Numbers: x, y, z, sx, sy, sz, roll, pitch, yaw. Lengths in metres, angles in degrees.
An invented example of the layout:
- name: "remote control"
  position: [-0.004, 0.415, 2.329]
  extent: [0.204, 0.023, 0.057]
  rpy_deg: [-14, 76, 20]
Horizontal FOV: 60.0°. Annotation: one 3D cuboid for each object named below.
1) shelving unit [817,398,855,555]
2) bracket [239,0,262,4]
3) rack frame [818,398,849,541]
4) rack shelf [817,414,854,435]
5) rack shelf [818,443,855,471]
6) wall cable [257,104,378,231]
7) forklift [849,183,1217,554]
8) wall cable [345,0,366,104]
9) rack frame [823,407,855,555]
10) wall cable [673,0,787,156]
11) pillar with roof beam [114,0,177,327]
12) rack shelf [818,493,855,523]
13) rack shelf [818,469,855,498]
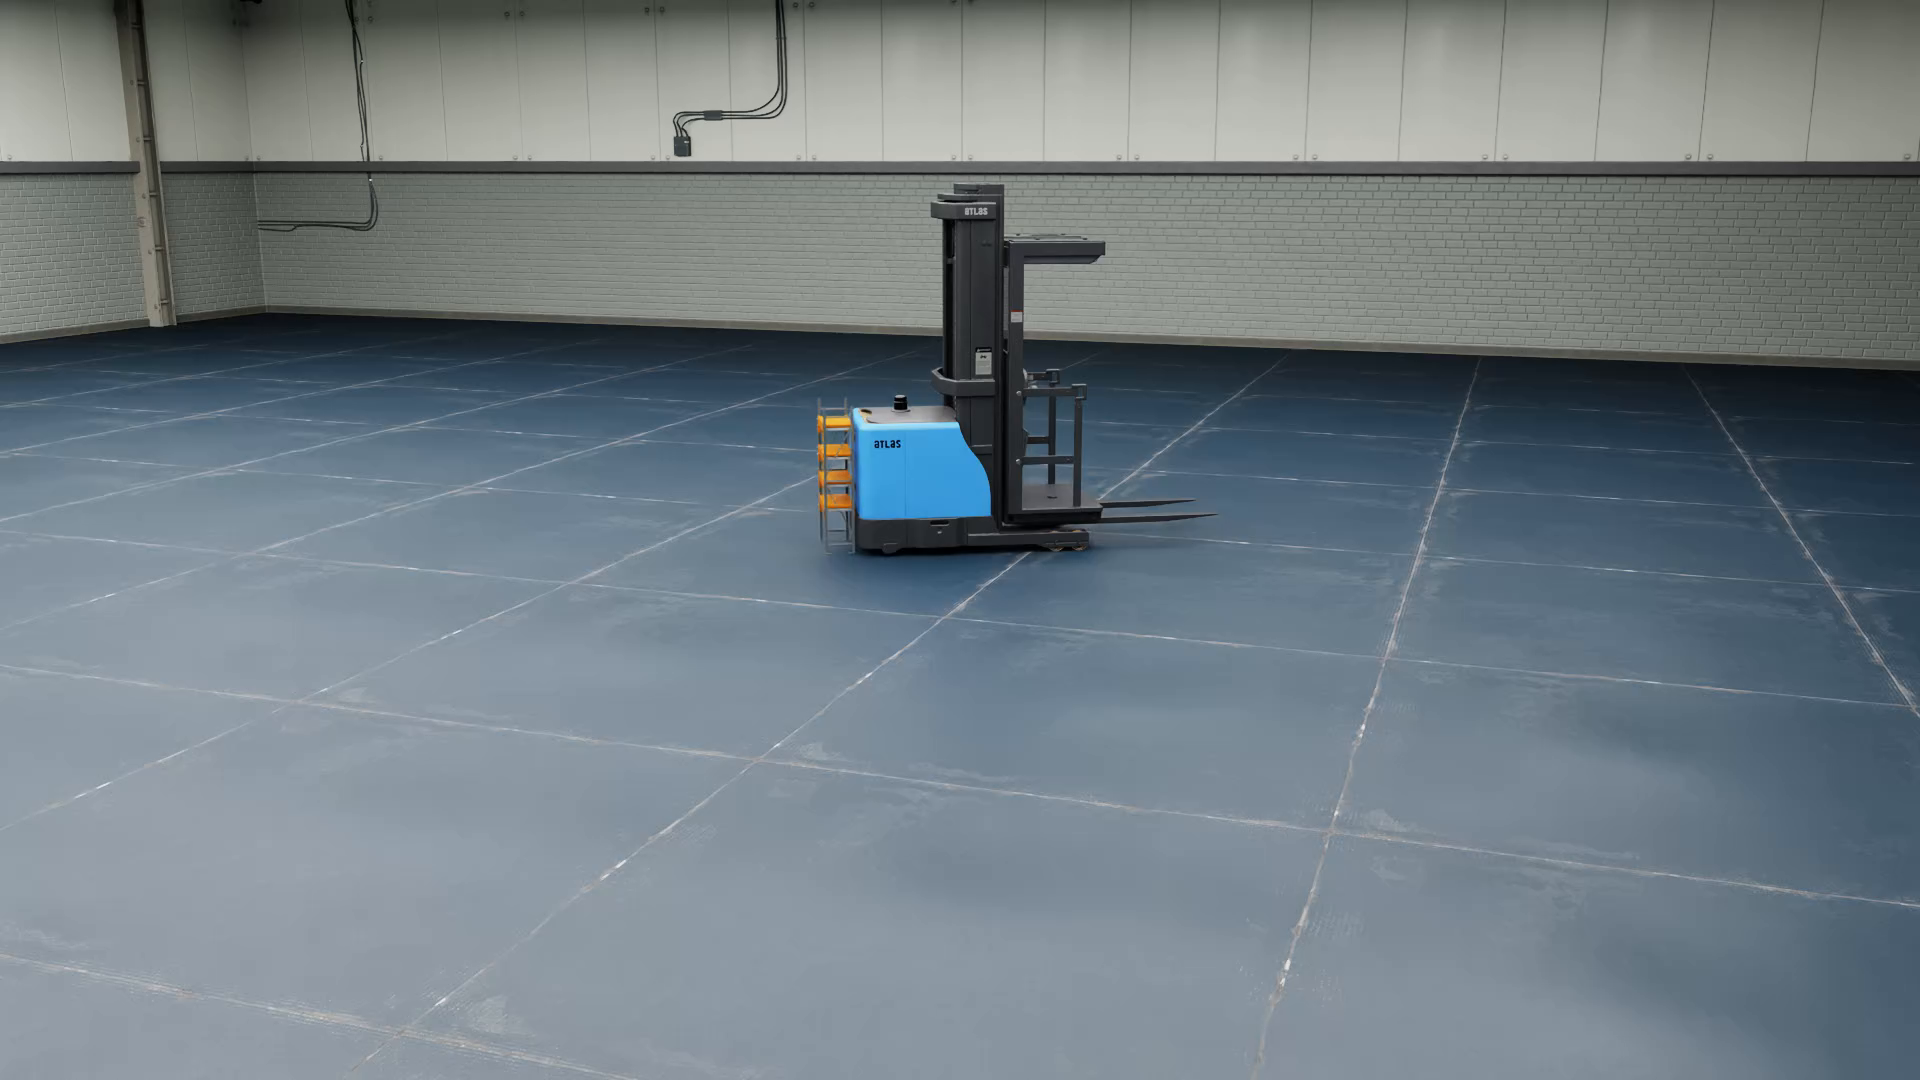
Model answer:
- name: "shelving unit"
  position: [-1.012, -0.527, 13.597]
  extent: [0.258, 1.200, 0.503]
  rpy_deg: [-2, 13, -9]
- name: "bracket"
  position: [-14.187, -10.854, 33.232]
  extent: [0.235, 0.232, 0.430]
  rpy_deg: [4, 14, 18]
- name: "rack frame"
  position: [-1.053, -0.580, 13.831]
  extent: [0.240, 1.200, 0.015]
  rpy_deg: [-2, 13, -9]
- name: "rack shelf"
  position: [-1.011, -0.910, 13.510]
  extent: [0.258, 0.148, 0.480]
  rpy_deg: [-2, 13, -9]
- name: "rack shelf"
  position: [-1.012, -0.679, 13.562]
  extent: [0.258, 0.148, 0.480]
  rpy_deg: [-2, 13, -9]
- name: "wall cable"
  position: [-13.220, -7.550, 33.821]
  extent: [3.097, 2.526, 0.112]
  rpy_deg: [4, 14, 18]
- name: "forklift"
  position: [0.615, -1.451, 13.757]
  extent: [3.031, 2.935, 1.130]
  rpy_deg: [-2, 13, -9]
- name: "wall cable"
  position: [-10.660, -9.817, 32.406]
  extent: [3.097, 2.526, 0.112]
  rpy_deg: [4, 14, 18]
- name: "rack frame"
  position: [-0.972, -0.473, 13.362]
  extent: [0.240, 1.200, 0.015]
  rpy_deg: [-2, 13, -9]
- name: "wall cable"
  position: [-4.242, -10.035, 30.088]
  extent: [2.305, 6.003, 0.169]
  rpy_deg: [4, 14, 18]
- name: "pillar with roof beam"
  position: [-11.351, -8.229, 29.817]
  extent: [9.100, 9.000, 0.548]
  rpy_deg: [4, 14, 18]
- name: "rack shelf"
  position: [-1.013, -0.267, 13.656]
  extent: [0.258, 0.148, 0.480]
  rpy_deg: [-2, 13, -9]
- name: "rack shelf"
  position: [-1.012, -0.461, 13.612]
  extent: [0.258, 0.148, 0.480]
  rpy_deg: [-2, 13, -9]
